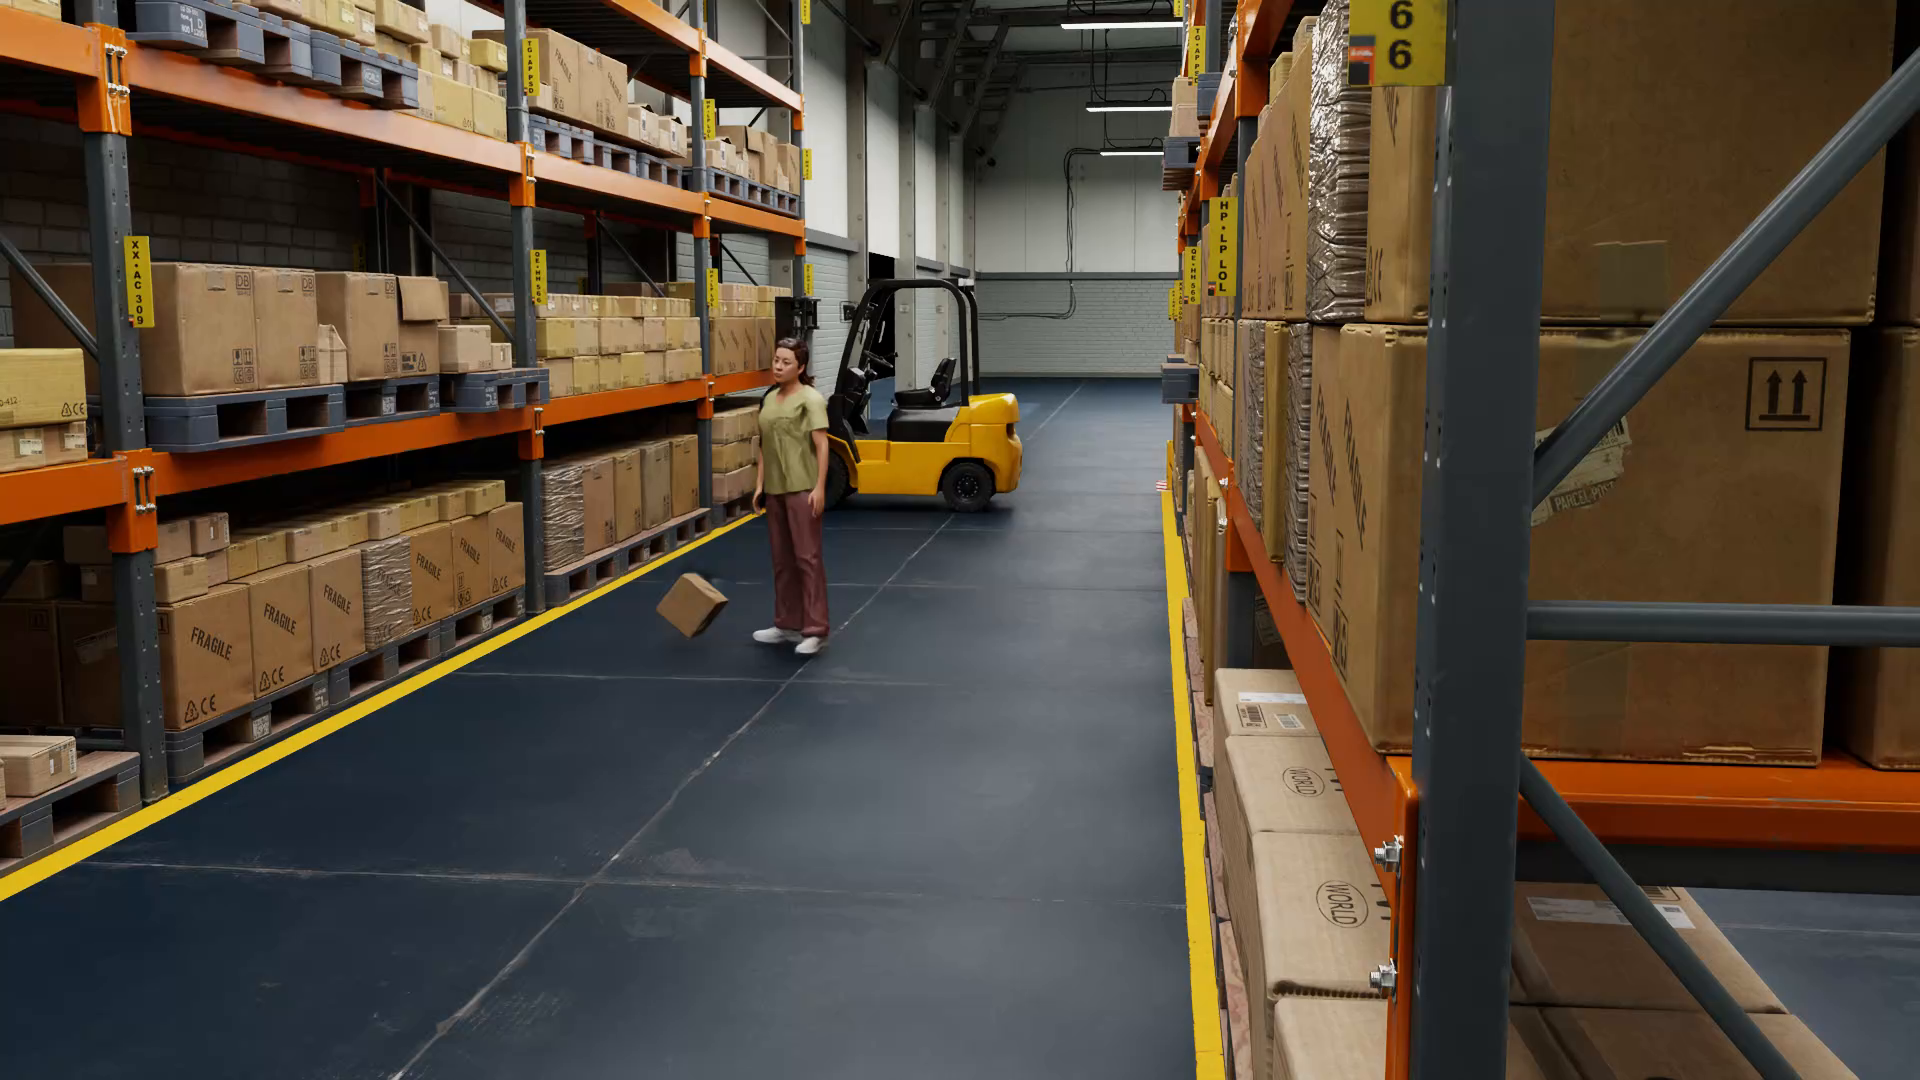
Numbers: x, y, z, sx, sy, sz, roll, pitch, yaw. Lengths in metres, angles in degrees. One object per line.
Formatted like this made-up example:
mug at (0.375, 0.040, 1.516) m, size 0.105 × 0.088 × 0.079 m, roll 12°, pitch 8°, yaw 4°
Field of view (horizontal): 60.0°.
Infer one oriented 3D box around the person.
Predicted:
person at (-0.917, -0.246, 8.946) m, size 0.573 × 1.679 × 0.375 m, roll 7°, pitch 10°, yaw 42°
